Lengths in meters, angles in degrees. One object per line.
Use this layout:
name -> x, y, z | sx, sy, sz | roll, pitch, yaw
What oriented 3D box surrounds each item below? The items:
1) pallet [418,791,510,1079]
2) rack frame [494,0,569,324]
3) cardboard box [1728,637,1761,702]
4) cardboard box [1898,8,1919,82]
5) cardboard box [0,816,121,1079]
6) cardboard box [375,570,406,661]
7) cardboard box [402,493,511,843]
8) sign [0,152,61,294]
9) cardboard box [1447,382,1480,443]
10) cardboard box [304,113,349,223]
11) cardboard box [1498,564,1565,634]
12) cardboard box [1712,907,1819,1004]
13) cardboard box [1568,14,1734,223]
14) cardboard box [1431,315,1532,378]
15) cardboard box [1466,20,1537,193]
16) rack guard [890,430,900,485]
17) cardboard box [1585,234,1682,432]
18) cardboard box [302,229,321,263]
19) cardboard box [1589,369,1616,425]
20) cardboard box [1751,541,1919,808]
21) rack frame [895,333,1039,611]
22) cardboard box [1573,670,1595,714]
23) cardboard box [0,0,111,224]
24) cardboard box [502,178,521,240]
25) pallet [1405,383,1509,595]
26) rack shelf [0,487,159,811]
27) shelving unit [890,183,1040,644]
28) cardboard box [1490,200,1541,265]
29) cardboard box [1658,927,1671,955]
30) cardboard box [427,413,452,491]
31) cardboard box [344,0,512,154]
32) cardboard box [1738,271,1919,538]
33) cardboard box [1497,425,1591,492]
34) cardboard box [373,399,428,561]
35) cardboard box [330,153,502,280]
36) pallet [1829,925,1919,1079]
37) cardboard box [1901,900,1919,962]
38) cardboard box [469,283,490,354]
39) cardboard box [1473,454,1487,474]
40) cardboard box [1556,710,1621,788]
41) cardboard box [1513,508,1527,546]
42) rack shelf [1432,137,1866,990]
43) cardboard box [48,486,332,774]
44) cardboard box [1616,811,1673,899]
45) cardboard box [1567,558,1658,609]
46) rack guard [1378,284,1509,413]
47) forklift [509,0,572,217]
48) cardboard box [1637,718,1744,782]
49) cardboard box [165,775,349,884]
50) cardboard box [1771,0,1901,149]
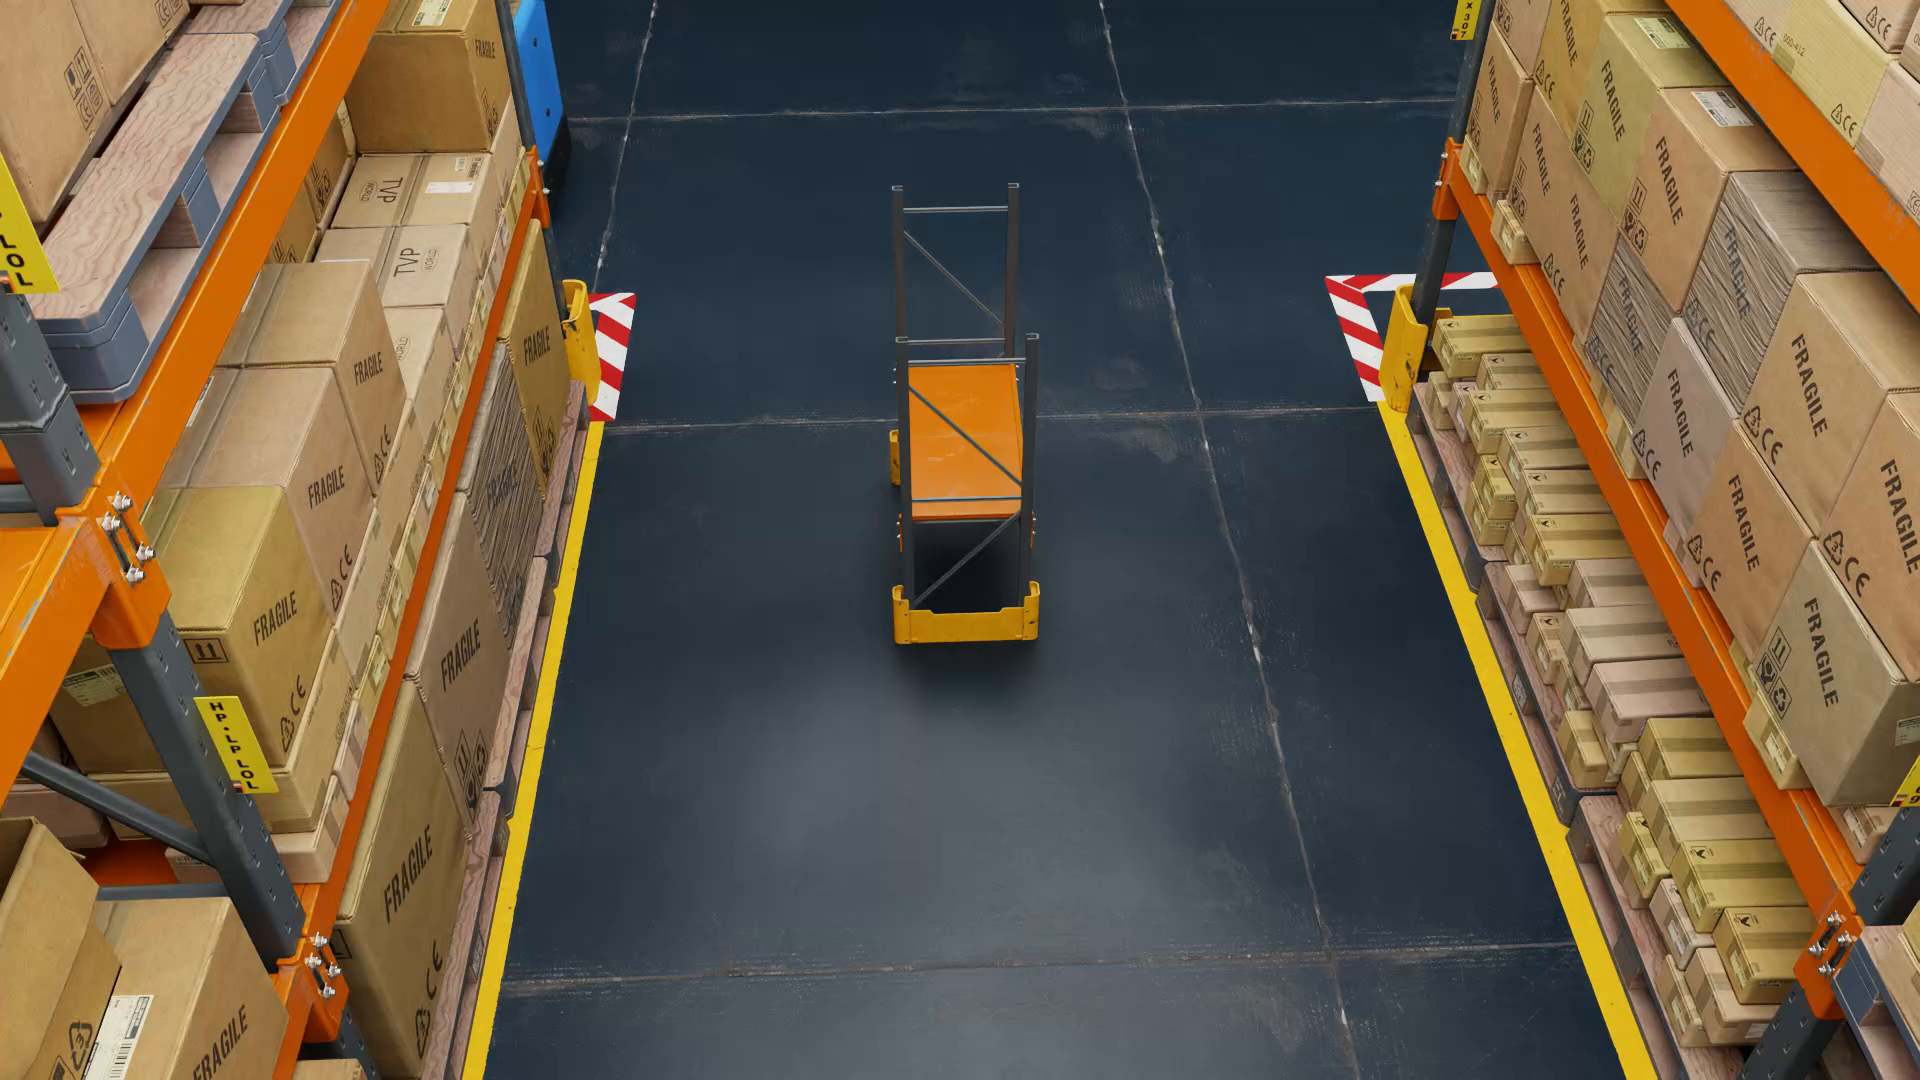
pallet -> -2.119, 1.395, 5.572 | 1.003, 0.211, 1.213 | -2, 43, -2
rack frame -> -2.334, -1.818, 7.013 | 1.000, 3.000, 0.127 | -2, 43, -2
cardboard box -> 2.478, 0.362, 4.821 | 0.380, 0.149, 0.250 | 0, 43, 0
cardboard box -> 2.511, -1.082, 3.732 | 0.500, 0.250, 0.500 | -3, 43, -4
cardboard box -> -2.129, 0.907, 3.225 | 0.797, 0.503, 0.637 | -3, 43, -3
cardboard box -> -1.880, 0.233, 4.962 | 0.380, 0.149, 0.250 | -3, 43, -3
cardboard box -> -2.151, 0.455, 5.795 | 0.875, 0.875, 0.875 | -2, 43, -2
sign -> -1.623, -0.552, 2.797 | 0.100, 0.325, 0.005 | -2, 43, -2
cardboard box -> 2.347, -0.558, 7.218 | 0.380, 0.149, 0.250 | -2, 43, -2
cardboard box -> -2.562, -1.479, 5.980 | 0.500, 0.500, 0.500 | -3, 43, -3
cardboard box -> 2.369, 0.225, 6.584 | 0.380, 0.149, 0.250 | -4, 43, -4
cardboard box -> 2.520, 1.252, 5.023 | 0.380, 0.149, 0.250 | -1, 43, -1
cardboard box -> 2.407, -1.404, 5.528 | 0.500, 0.500, 0.500 | -3, 43, -3
cardboard box -> 2.308, -0.852, 7.318 | 0.380, 0.149, 0.250 | -3, 43, -4
cardboard box -> 2.369, -1.728, 6.621 | 0.500, 0.500, 0.500 | 0, 43, 0
rack guard -> -0.018, -0.377, 7.476 | 0.587, 0.250, 0.087 | -2, 43, -2
cardboard box -> 2.453, -0.692, 5.491 | 0.500, 0.500, 0.500 | -3, 43, -3
cardboard box -> -2.537, -0.851, 5.849 | 0.500, 0.250, 0.500 | -3, 43, -3
cardboard box -> 2.429, -0.520, 5.783 | 0.380, 0.149, 0.250 | 0, 43, 0
cardboard box -> 2.493, 0.343, 4.361 | 0.500, 0.500, 0.500 | -2, 43, -2
rack frame -> 0.025, -0.152, 6.306 | 0.500, 1.500, 0.032 | -2, 43, -2
cardboard box -> 2.477, 0.503, 6.060 | 0.380, 0.149, 0.250 | -4, 43, -4
cardboard box -> -2.258, -0.978, 3.419 | 0.700, 0.500, 0.500 | -4, 43, -4
cardboard box -> -1.977, -1.319, 6.655 | 0.380, 0.149, 0.250 | -1, 43, -1
pallet -> 2.628, -0.263, 7.381 | 1.003, 0.211, 1.213 | -2, 43, -2
rack shelf -> -2.079, 1.392, 1.824 | 1.077, 0.370, 4.000 | -2, 43, -2
shelving unit -> 0.003, -0.501, 6.687 | 0.587, 1.500, 1.083 | -2, 43, -2
cardboard box -> 2.322, -1.218, 6.544 | 0.380, 0.149, 0.250 | -3, 43, -3
cardboard box -> 2.511, 1.272, 5.442 | 0.380, 0.149, 0.250 | -1, 43, -1
cardboard box -> -1.912, -0.287, 5.529 | 0.380, 0.149, 0.250 | -3, 43, -3
cardboard box -> -2.051, -1.827, 6.360 | 0.500, 0.500, 0.500 | -1, 43, -1
cardboard box -> 2.478, -0.365, 4.394 | 0.500, 0.500, 0.500 | -3, 43, -3
cardboard box -> 2.416, -0.330, 6.749 | 0.380, 0.149, 0.250 | -4, 43, -4
cardboard box -> -1.966, -0.182, 5.120 | 0.500, 0.250, 0.500 | -1, 43, -1
cardboard box -> -2.028, -1.210, 6.241 | 0.500, 0.250, 0.500 | -2, 43, -3
pallet -> 2.682, 1.399, 3.646 | 1.003, 0.211, 1.213 | -2, 43, -2
cardboard box -> 2.353, 0.916, 3.686 | 0.380, 0.149, 0.250 | -1, 43, -1
cardboard box -> -1.945, -0.805, 6.094 | 0.380, 0.149, 0.250 | -3, 43, -3
cardboard box -> 2.438, -0.291, 7.147 | 0.380, 0.149, 0.250 | -1, 43, -1
cardboard box -> 2.394, 0.751, 6.010 | 0.380, 0.149, 0.250 | -2, 43, -2
cardboard box -> 2.454, -0.043, 6.656 | 0.380, 0.149, 0.250 | -4, 43, -4
rack shelf -> 2.710, -0.277, 5.864 | 1.077, 0.370, 4.000 | -2, 43, -2
cardboard box -> -1.929, 0.221, 4.125 | 0.500, 0.500, 0.500 | -2, 43, -2
cardboard box -> 2.412, 1.028, 5.487 | 0.380, 0.149, 0.250 | -3, 43, -3
cardboard box -> 2.490, 0.203, 6.167 | 0.380, 0.149, 0.250 | -2, 43, -2
rack guard -> 2.629, -0.919, 7.883 | 1.175, 0.500, 0.348 | -2, 43, -2
forklift -> -3.750, -2.989, 8.342 | 3.031, 2.935, 1.130 | 0, 43, -1
cardboard box -> 2.519, 0.736, 5.586 | 0.380, 0.149, 0.250 | 0, 43, 0
cardboard box -> -1.845, 0.766, 4.381 | 0.380, 0.149, 0.250 | -2, 43, -2
cardboard box -> 2.473, -1.246, 4.281 | 0.500, 0.250, 0.500 | -2, 43, -2
